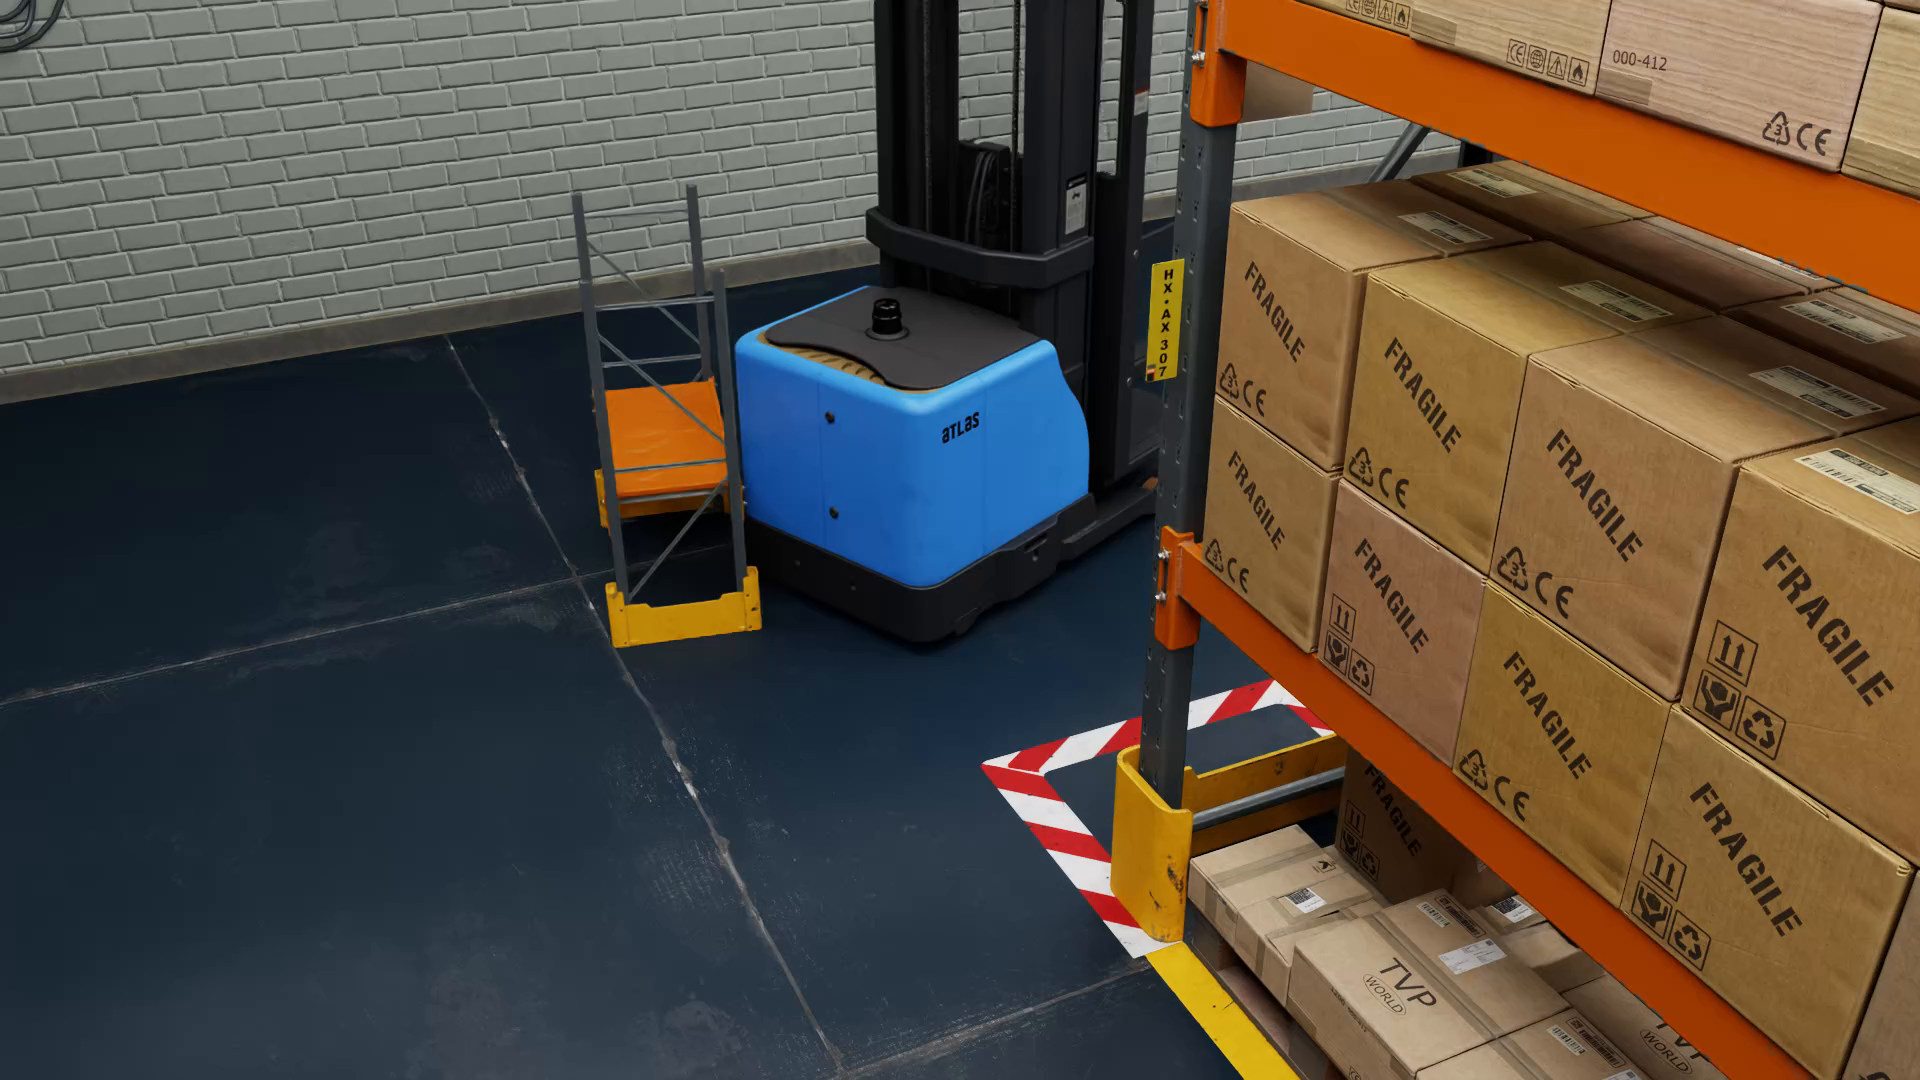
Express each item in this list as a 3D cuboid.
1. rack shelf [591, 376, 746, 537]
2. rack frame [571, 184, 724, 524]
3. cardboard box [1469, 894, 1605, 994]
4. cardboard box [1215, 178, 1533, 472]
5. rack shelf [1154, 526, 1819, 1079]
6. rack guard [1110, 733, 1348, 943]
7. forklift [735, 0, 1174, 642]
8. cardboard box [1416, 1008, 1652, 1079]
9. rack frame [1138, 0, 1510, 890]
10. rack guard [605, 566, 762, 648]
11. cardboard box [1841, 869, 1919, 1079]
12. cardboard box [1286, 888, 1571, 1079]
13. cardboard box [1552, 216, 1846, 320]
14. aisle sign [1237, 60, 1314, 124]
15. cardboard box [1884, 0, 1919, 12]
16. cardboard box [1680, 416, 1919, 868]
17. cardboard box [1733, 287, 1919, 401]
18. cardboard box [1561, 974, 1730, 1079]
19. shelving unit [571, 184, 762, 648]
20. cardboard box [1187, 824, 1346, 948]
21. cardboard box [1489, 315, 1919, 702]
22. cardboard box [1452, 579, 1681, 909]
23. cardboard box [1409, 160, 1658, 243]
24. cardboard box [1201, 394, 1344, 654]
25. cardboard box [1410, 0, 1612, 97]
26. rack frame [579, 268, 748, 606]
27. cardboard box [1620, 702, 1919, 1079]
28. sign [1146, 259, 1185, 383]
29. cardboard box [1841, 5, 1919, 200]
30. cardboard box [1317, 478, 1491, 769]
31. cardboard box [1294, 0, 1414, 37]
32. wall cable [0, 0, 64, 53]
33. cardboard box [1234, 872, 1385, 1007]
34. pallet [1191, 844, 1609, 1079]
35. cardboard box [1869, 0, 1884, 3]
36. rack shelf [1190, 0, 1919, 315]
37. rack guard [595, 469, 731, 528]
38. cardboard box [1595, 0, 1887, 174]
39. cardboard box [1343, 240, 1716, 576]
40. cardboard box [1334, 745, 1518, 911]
[{"bbox_3d":[-1.193,-0.359,6.723,0.538,0.185,1.000,-7,30,-11],"label":"rack shelf"},{"bbox_3d":[-1.309,-0.758,7.066,0.500,1.500,0.032,-7,30,-11],"label":"rack frame"},{"bbox_3d":[1.572,1.127,4.620,0.380,0.166,0.250,-13,32,-22],"label":"cardboard box"},{"bbox_3d":[0.976,-0.531,4.006,0.500,0.500,0.500,-12,31,-20],"label":"cardboard box"},{"bbox_3d":[1.882,0.895,3.323,1.077,0.370,4.000,-13,32,-22],"label":"rack shelf"},{"bbox_3d":[1.056,0.821,5.275,1.175,0.500,0.348,-13,32,-22],"label":"rack guard"},{"bbox_3d":[0.434,-1.533,6.987,1.130,2.935,3.031,22,36,34],"label":"forklift"},{"bbox_3d":[1.430,1.446,3.966,0.500,0.250,0.500,-13,32,-22],"label":"cardboard box"},{"bbox_3d":[1.024,-0.303,4.723,1.000,3.000,0.127,-13,32,-22],"label":"rack frame"},{"bbox_3d":[-1.079,0.262,6.525,0.587,0.250,0.087,-7,30,-11],"label":"rack guard"},{"bbox_3d":[1.849,0.800,2.655,0.500,0.500,0.500,-12,32,-21],"label":"cardboard box"},{"bbox_3d":[1.216,1.225,4.360,0.500,0.250,0.500,-13,32,-22],"label":"cardboard box"},{"bbox_3d":[1.681,-0.421,3.809,0.500,0.500,0.500,-12,32,-21],"label":"cardboard box"},{"bbox_3d":[0.729,-1.405,4.031,0.394,0.787,0.004,-13,32,-22],"label":"aisle sign"},{"bbox_3d":[1.649,-0.819,2.218,0.500,0.250,0.500,-13,32,-22],"label":"cardboard box"},{"bbox_3d":[1.636,0.144,2.801,0.500,0.500,0.500,-13,32,-22],"label":"cardboard box"},{"bbox_3d":[1.908,-0.193,3.402,0.500,0.500,0.500,-12,32,-21],"label":"cardboard box"},{"bbox_3d":[1.860,1.319,4.192,0.500,0.250,0.500,-13,32,-22],"label":"cardboard box"},{"bbox_3d":[-1.195,-0.520,6.642,0.587,1.500,1.083,-7,30,-11],"label":"shelving unit"},{"bbox_3d":[0.893,1.006,4.854,0.380,0.149,0.250,-13,32,-22],"label":"cardboard box"},{"bbox_3d":[1.418,-0.080,3.201,0.500,0.500,0.500,-13,32,-21],"label":"cardboard box"},{"bbox_3d":[1.415,0.354,3.449,0.500,0.500,0.500,-13,32,-22],"label":"cardboard box"},{"bbox_3d":[1.463,-0.644,4.206,0.500,0.500,0.500,-13,32,-22],"label":"cardboard box"},{"bbox_3d":[0.976,-0.095,4.250,0.500,0.500,0.500,-12,32,-21],"label":"cardboard box"},{"bbox_3d":[1.218,-1.042,3.127,0.500,0.250,0.500,-13,32,-22],"label":"cardboard box"},{"bbox_3d":[-1.077,-0.274,6.203,0.500,1.500,0.032,-7,30,-11],"label":"rack frame"},{"bbox_3d":[1.628,0.575,3.055,0.500,0.500,0.500,-13,32,-21],"label":"cardboard box"},{"bbox_3d":[0.534,-0.566,4.308,0.100,0.325,0.005,-13,32,-22],"label":"sign"},{"bbox_3d":[1.654,-0.602,2.343,0.500,0.250,0.500,-13,32,-22],"label":"cardboard box"},{"bbox_3d":[1.202,0.132,3.846,0.500,0.500,0.500,-13,32,-22],"label":"cardboard box"},{"bbox_3d":[1.015,-1.265,3.526,0.500,0.250,0.500,-13,32,-22],"label":"cardboard box"},{"bbox_3d":[-5.554,-3.097,6.747,3.097,2.526,0.112,-13,32,-22],"label":"wall cable"},{"bbox_3d":[1.000,1.109,4.653,0.380,0.166,0.250,-13,32,-22],"label":"cardboard box"},{"bbox_3d":[1.399,1.299,4.718,1.003,0.211,1.213,-13,32,-22],"label":"pallet"},{"bbox_3d":[1.438,-1.040,2.614,0.500,0.250,0.500,-13,32,-22],"label":"cardboard box"},{"bbox_3d":[1.882,-0.414,2.590,1.077,0.370,4.000,-13,32,-22],"label":"rack shelf"},{"bbox_3d":[-1.307,-0.213,7.371,0.587,0.250,0.087,-7,30,-11],"label":"rack guard"},{"bbox_3d":[1.434,-0.821,2.734,0.500,0.250,0.500,-13,32,-22],"label":"cardboard box"},{"bbox_3d":[1.207,-0.302,3.597,0.500,0.500,0.500,-13,32,-21],"label":"cardboard box"},{"bbox_3d":[1.480,0.784,4.891,0.500,0.500,0.500,-13,32,-22],"label":"cardboard box"}]
